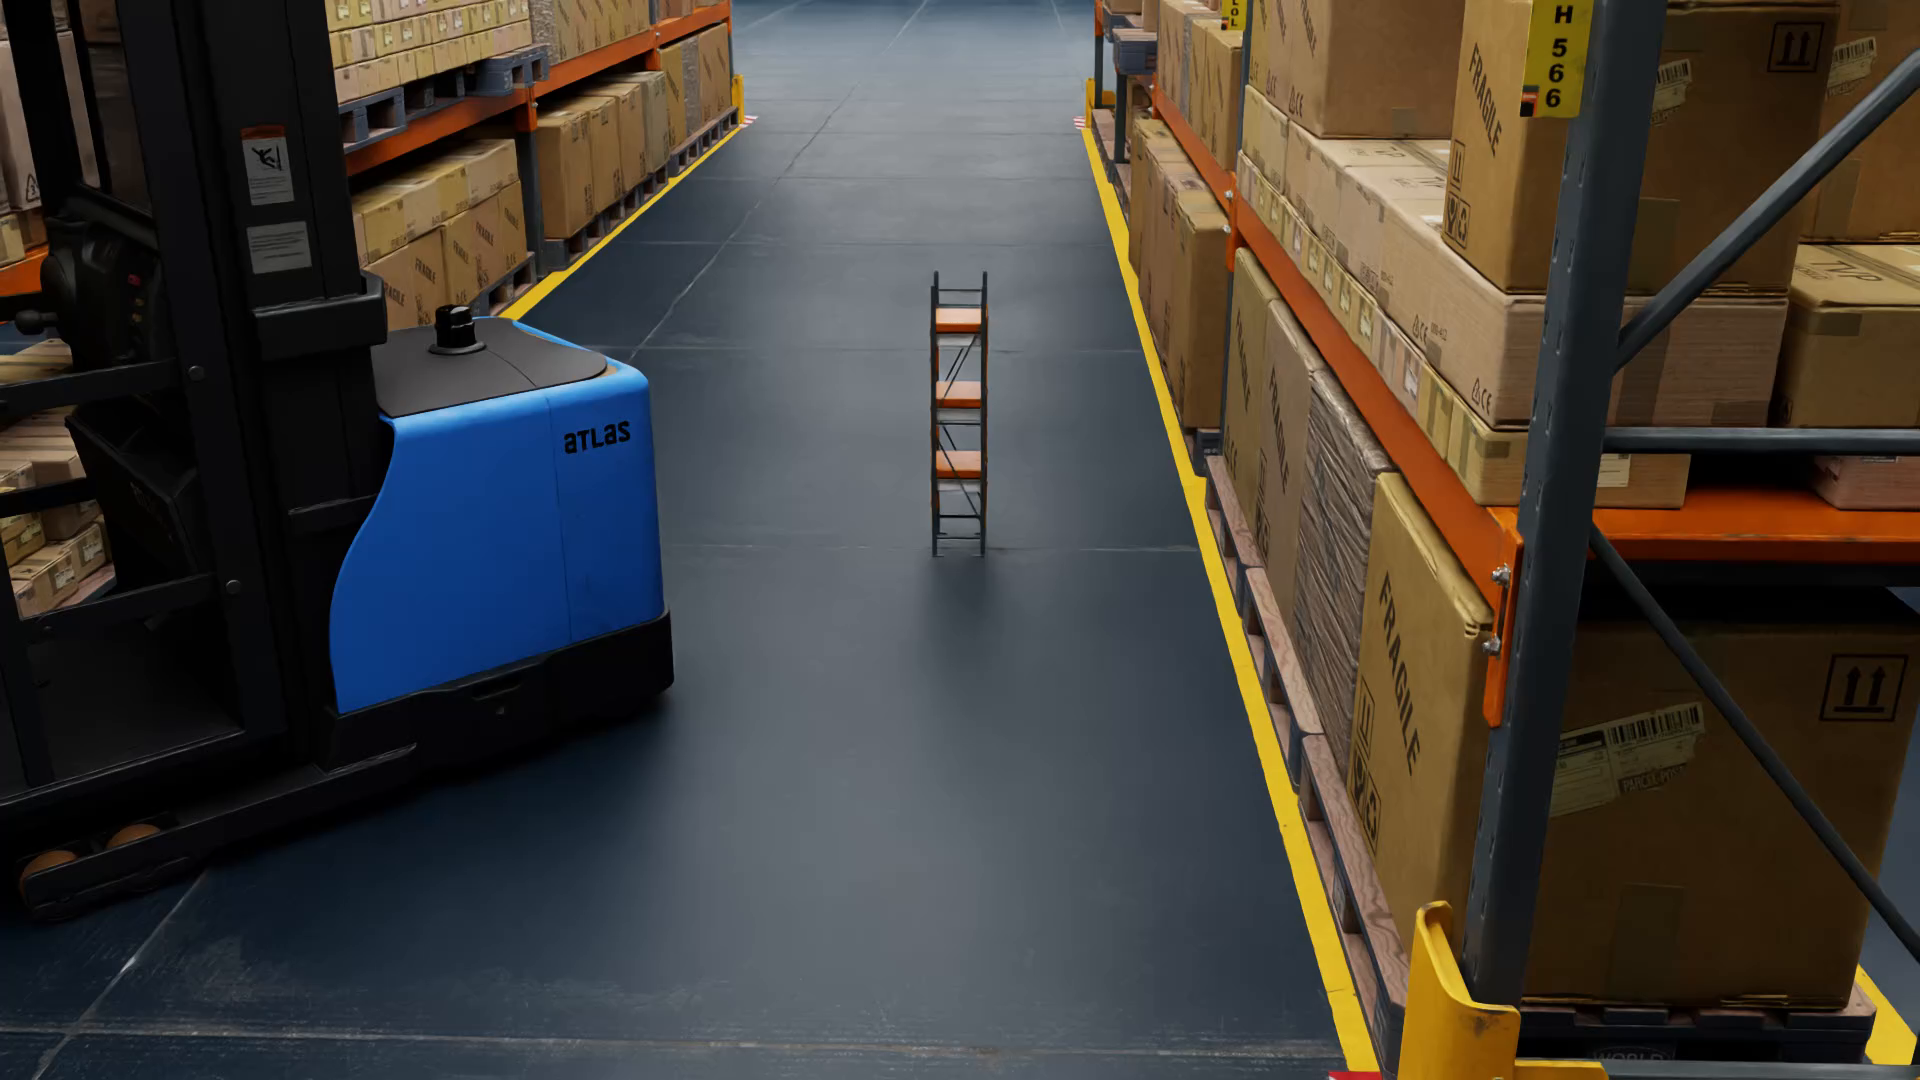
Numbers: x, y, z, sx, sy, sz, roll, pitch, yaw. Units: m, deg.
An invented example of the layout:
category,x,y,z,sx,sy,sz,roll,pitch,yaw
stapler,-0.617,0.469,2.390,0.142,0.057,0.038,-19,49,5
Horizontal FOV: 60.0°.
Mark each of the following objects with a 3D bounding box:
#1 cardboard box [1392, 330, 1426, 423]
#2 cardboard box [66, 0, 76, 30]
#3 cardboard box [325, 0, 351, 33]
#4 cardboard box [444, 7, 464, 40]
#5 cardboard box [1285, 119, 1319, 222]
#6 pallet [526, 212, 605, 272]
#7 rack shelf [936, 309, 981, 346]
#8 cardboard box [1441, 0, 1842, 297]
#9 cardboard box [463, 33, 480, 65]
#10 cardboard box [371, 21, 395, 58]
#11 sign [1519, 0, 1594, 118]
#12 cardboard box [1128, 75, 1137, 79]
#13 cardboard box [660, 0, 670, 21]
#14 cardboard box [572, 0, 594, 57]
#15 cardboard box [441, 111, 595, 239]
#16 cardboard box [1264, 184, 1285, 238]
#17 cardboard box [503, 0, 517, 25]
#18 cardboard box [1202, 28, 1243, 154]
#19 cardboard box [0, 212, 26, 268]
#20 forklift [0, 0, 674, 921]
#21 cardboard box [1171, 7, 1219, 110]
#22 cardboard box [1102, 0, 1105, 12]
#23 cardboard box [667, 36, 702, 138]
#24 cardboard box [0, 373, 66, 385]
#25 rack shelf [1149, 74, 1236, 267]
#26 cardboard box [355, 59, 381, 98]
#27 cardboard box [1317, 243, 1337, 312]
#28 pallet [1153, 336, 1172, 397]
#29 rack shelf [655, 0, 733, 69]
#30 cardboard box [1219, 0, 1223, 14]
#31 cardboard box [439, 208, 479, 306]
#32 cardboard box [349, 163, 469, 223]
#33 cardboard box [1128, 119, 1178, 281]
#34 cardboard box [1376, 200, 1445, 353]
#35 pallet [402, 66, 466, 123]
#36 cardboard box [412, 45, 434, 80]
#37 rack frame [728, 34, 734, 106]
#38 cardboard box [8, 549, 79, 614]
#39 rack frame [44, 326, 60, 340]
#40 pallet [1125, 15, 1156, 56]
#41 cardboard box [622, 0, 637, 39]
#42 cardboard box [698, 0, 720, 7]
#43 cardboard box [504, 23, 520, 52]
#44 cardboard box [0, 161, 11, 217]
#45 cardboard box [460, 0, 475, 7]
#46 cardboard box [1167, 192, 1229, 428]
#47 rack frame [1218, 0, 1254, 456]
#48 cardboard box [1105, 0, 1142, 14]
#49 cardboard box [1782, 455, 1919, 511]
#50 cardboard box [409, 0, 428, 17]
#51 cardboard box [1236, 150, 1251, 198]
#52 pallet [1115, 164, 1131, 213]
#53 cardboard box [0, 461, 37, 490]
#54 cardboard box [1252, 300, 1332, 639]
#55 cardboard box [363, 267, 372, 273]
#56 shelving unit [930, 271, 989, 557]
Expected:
category,x,y,z,sx,sy,sz,roll,pitch,yaw
cardboard box,1.170,-0.357,3.650,0.380,0.149,0.250,1,21,2
cardboard box,-3.114,-1.985,5.568,0.500,0.500,0.500,0,21,0
cardboard box,-2.886,-2.288,7.224,0.380,0.149,0.250,1,21,3
cardboard box,-2.835,-2.708,8.716,0.380,0.149,0.250,1,21,3
cardboard box,1.288,-1.137,5.110,0.500,0.250,0.500,1,21,3
pallet,-3.139,-2.124,11.712,1.003,0.211,1.213,1,21,2
rack shelf,-0.002,-0.789,6.166,0.184,0.087,0.229,1,21,2
cardboard box,1.225,-0.754,3.085,0.500,0.500,0.500,1,21,2
cardboard box,-2.828,-2.665,9.018,0.380,0.149,0.250,0,21,-1
cardboard box,-2.867,-2.330,7.742,0.380,0.149,0.250,0,21,-1
sign,0.931,-0.818,2.562,0.100,0.325,0.005,1,21,2
cardboard box,1.902,-4.304,16.349,0.500,0.500,0.500,3,21,7
cardboard box,-3.123,-4.989,15.033,0.875,0.550,0.550,1,21,2
cardboard box,-2.926,-3.712,11.812,0.500,0.500,0.500,1,21,2
cardboard box,-3.130,-2.506,11.371,1.050,0.750,0.750,0,21,1
cardboard box,1.232,-1.097,5.557,0.380,0.149,0.250,0,21,0
cardboard box,-2.805,-3.077,9.669,0.380,0.149,0.250,1,21,4
cardboard box,1.358,-2.000,7.400,0.500,0.500,0.500,1,21,3
cardboard box,-3.110,-0.905,5.062,0.380,0.149,0.250,1,21,3
forklift,-2.341,-0.641,4.130,3.031,2.935,1.130,-17,27,-37
cardboard box,1.404,-2.551,8.819,0.500,0.500,0.500,0,21,1
cardboard box,1.570,-5.183,16.087,0.380,0.149,0.250,1,21,2
cardboard box,-3.004,-4.344,15.935,0.875,0.875,0.875,1,21,2
cardboard box,-3.603,-0.525,6.273,0.380,0.149,0.250,0,21,1
rack shelf,1.656,-1.991,8.507,1.077,0.370,4.000,1,21,2
cardboard box,-2.874,-2.101,7.563,0.380,0.149,0.250,1,21,2
cardboard box,1.202,-0.725,4.597,0.380,0.149,0.250,1,21,3
pallet,1.577,-1.025,8.879,1.003,0.211,1.213,1,21,2
rack shelf,-3.056,-4.974,16.197,1.077,0.370,4.000,1,21,2
cardboard box,1.642,-2.821,8.128,0.797,0.503,0.637,1,21,3
cardboard box,-3.016,-1.551,9.254,0.500,0.500,0.500,0,21,-1
cardboard box,-3.033,-1.904,9.127,0.500,0.250,0.500,1,21,3
cardboard box,1.675,-2.005,9.907,1.225,0.875,0.875,0,21,-1
cardboard box,1.239,-0.587,3.691,0.500,0.250,0.500,0,21,1
pallet,-3.257,-2.335,8.664,1.003,0.211,1.213,1,21,2
cardboard box,-2.854,-2.382,8.289,0.380,0.149,0.250,0,21,1
rack frame,-2.995,-6.033,17.930,1.000,3.000,0.127,1,21,2
cardboard box,-3.112,0.140,5.381,0.380,0.149,0.250,1,21,2
rack frame,-3.360,-1.694,6.748,1.000,3.000,0.127,1,21,2
pallet,1.736,-3.676,12.121,1.003,0.211,1.213,1,21,2
cardboard box,-2.881,-4.259,13.220,0.500,0.500,0.500,0,21,1
cardboard box,-2.956,-5.769,17.043,0.875,0.550,0.550,1,21,2
cardboard box,-2.803,-2.946,9.741,0.380,0.149,0.250,1,21,1
cardboard box,-3.164,-1.147,4.790,0.500,0.500,0.500,0,21,0
cardboard box,-2.830,-2.945,8.916,0.380,0.149,0.250,1,21,2
cardboard box,1.594,-1.040,7.419,1.225,0.875,0.875,1,21,2
rack frame,1.595,-1.603,6.513,1.000,3.000,0.127,1,21,2
cardboard box,1.674,-4.685,13.047,1.000,1.000,1.000,1,21,2
cardboard box,1.814,-0.164,3.153,0.380,0.149,0.250,1,21,2
cardboard box,-2.850,-2.655,8.169,0.380,0.149,0.250,1,21,4
cardboard box,1.253,-1.382,6.292,0.380,0.149,0.250,1,21,2
pallet,1.816,-2.914,13.747,1.003,0.211,1.213,1,21,2
cardboard box,-3.194,-0.145,5.295,0.380,0.149,0.250,1,21,2
cardboard box,1.467,-0.245,5.370,0.875,0.875,0.875,1,21,2
cardboard box,-3.072,-0.989,7.805,0.500,0.500,0.500,1,21,4
shelving unit,-0.002,-0.470,6.289,0.215,1.050,0.252,1,21,2
